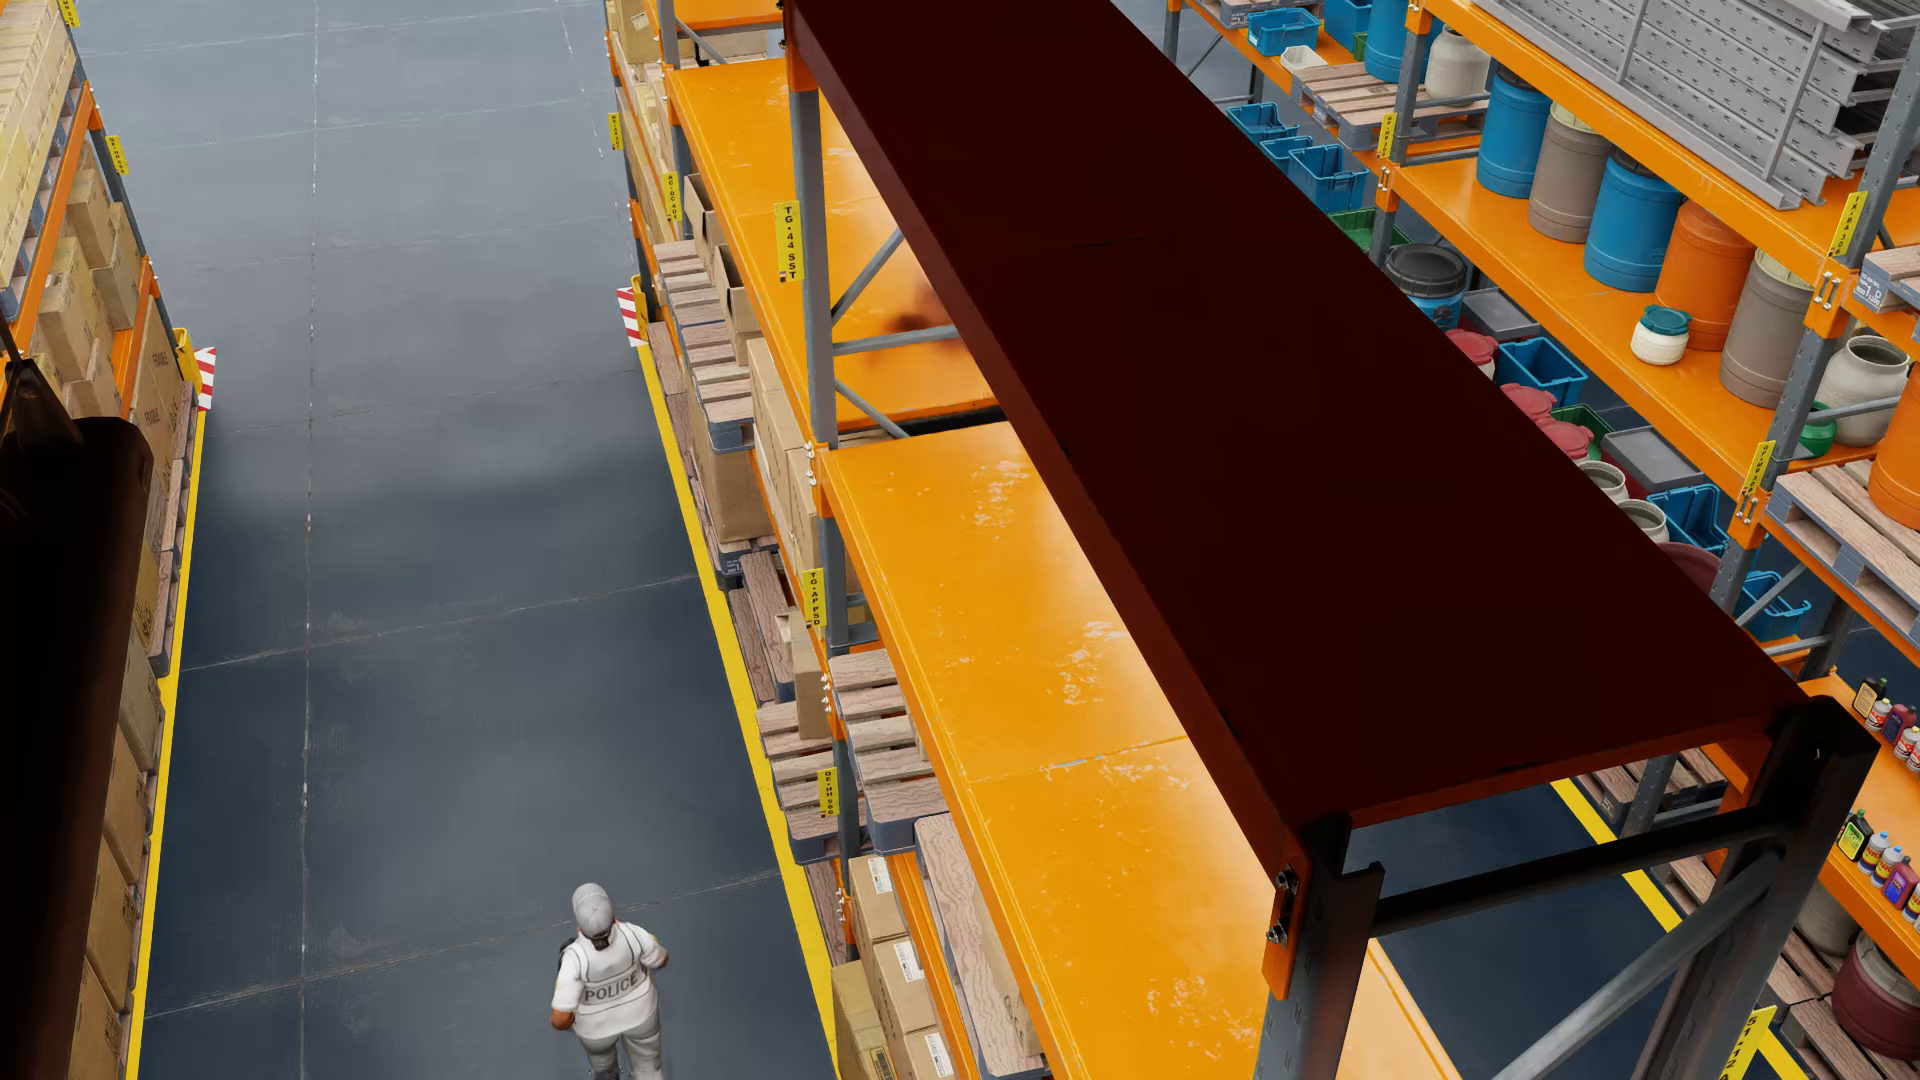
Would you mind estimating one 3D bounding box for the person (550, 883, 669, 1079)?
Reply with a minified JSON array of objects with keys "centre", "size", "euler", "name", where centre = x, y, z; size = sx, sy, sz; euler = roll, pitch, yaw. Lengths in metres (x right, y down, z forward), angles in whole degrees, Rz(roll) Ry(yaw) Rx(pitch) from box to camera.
[{"centre":[-1.676,2.305,8.087],"size":[0.604,1.702,0.831],"euler":[-14,41,-17],"name":"person"}]
